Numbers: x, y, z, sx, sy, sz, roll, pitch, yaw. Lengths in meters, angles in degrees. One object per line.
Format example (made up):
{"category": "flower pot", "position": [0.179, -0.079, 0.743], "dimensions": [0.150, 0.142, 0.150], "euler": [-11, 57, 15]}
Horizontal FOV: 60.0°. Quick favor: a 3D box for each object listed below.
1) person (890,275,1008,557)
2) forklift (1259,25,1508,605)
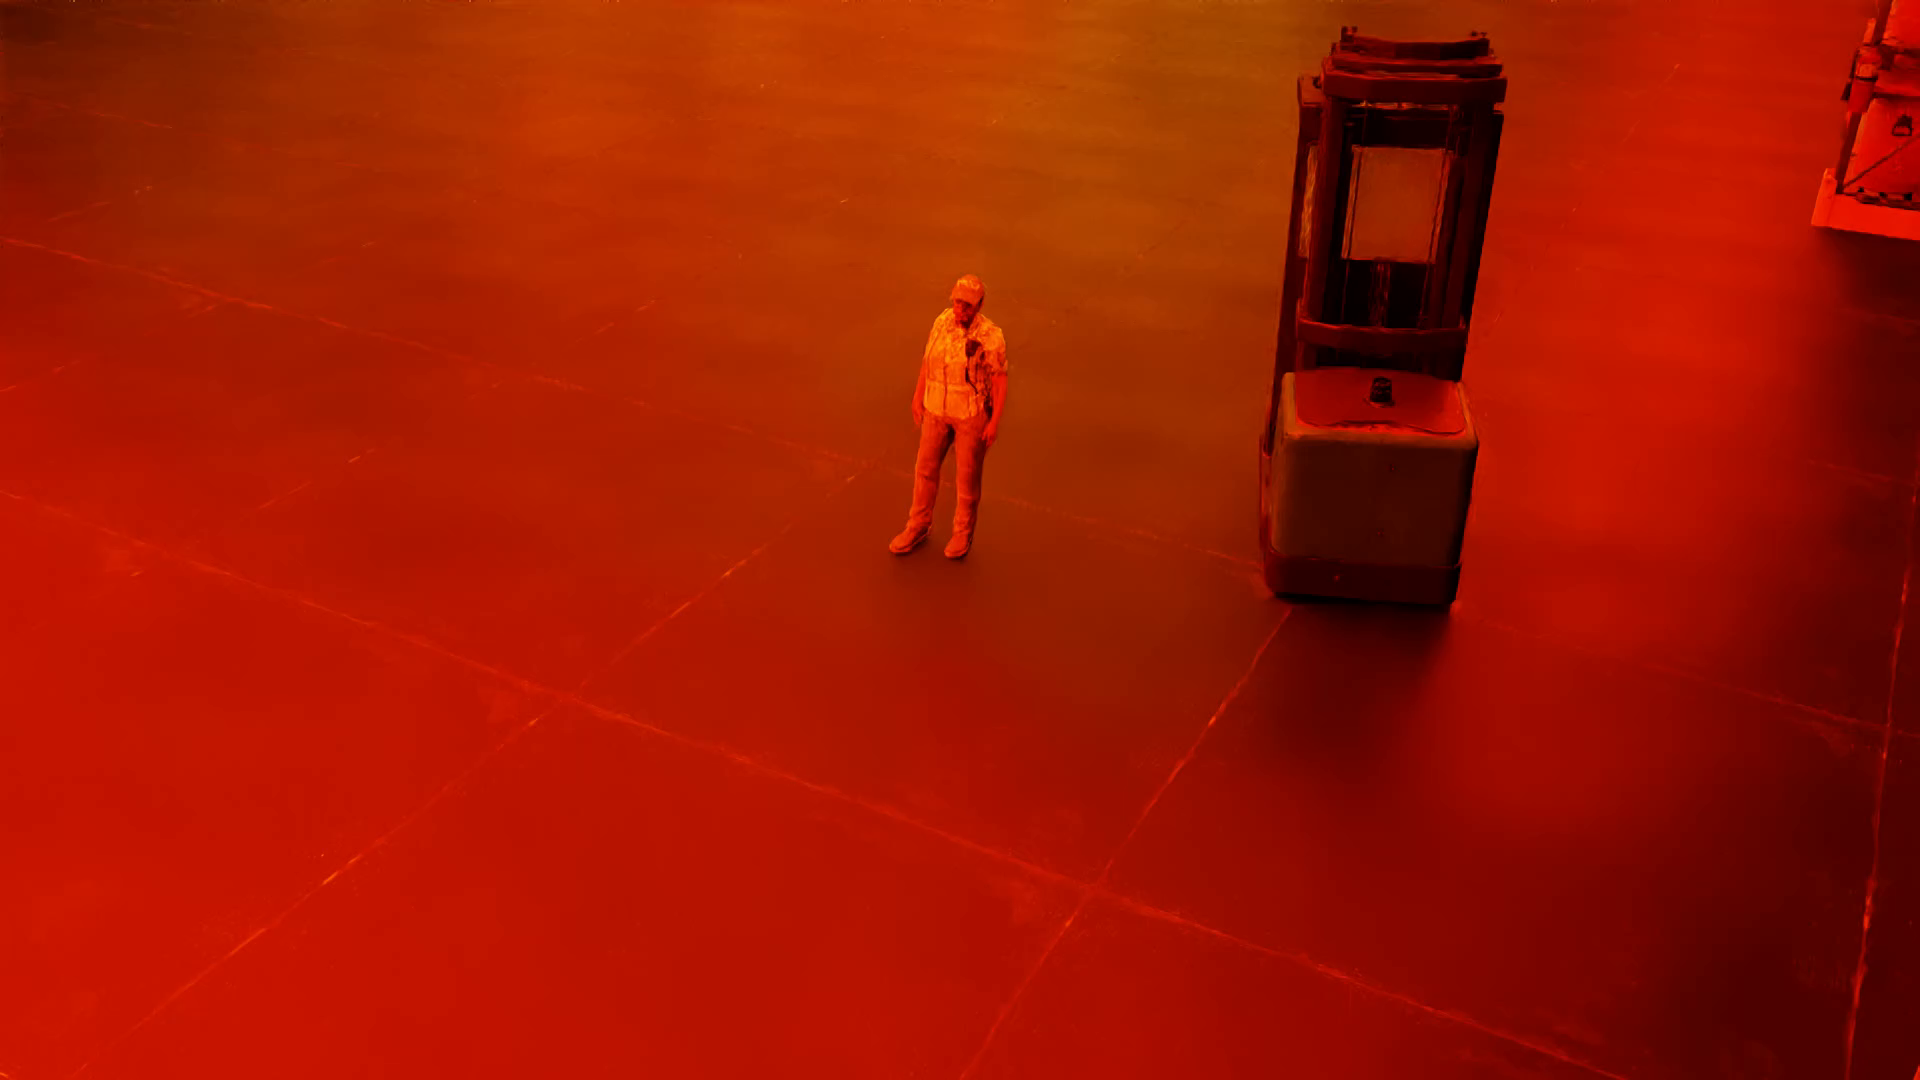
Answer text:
{"category": "person", "position": [-0.057, -0.700, 9.534], "dimensions": [0.598, 1.669, 0.529], "euler": [15, 33, 25]}
{"category": "forklift", "position": [2.472, -1.625, 9.885], "dimensions": [1.130, 2.935, 3.031], "euler": [4, 30, 8]}
